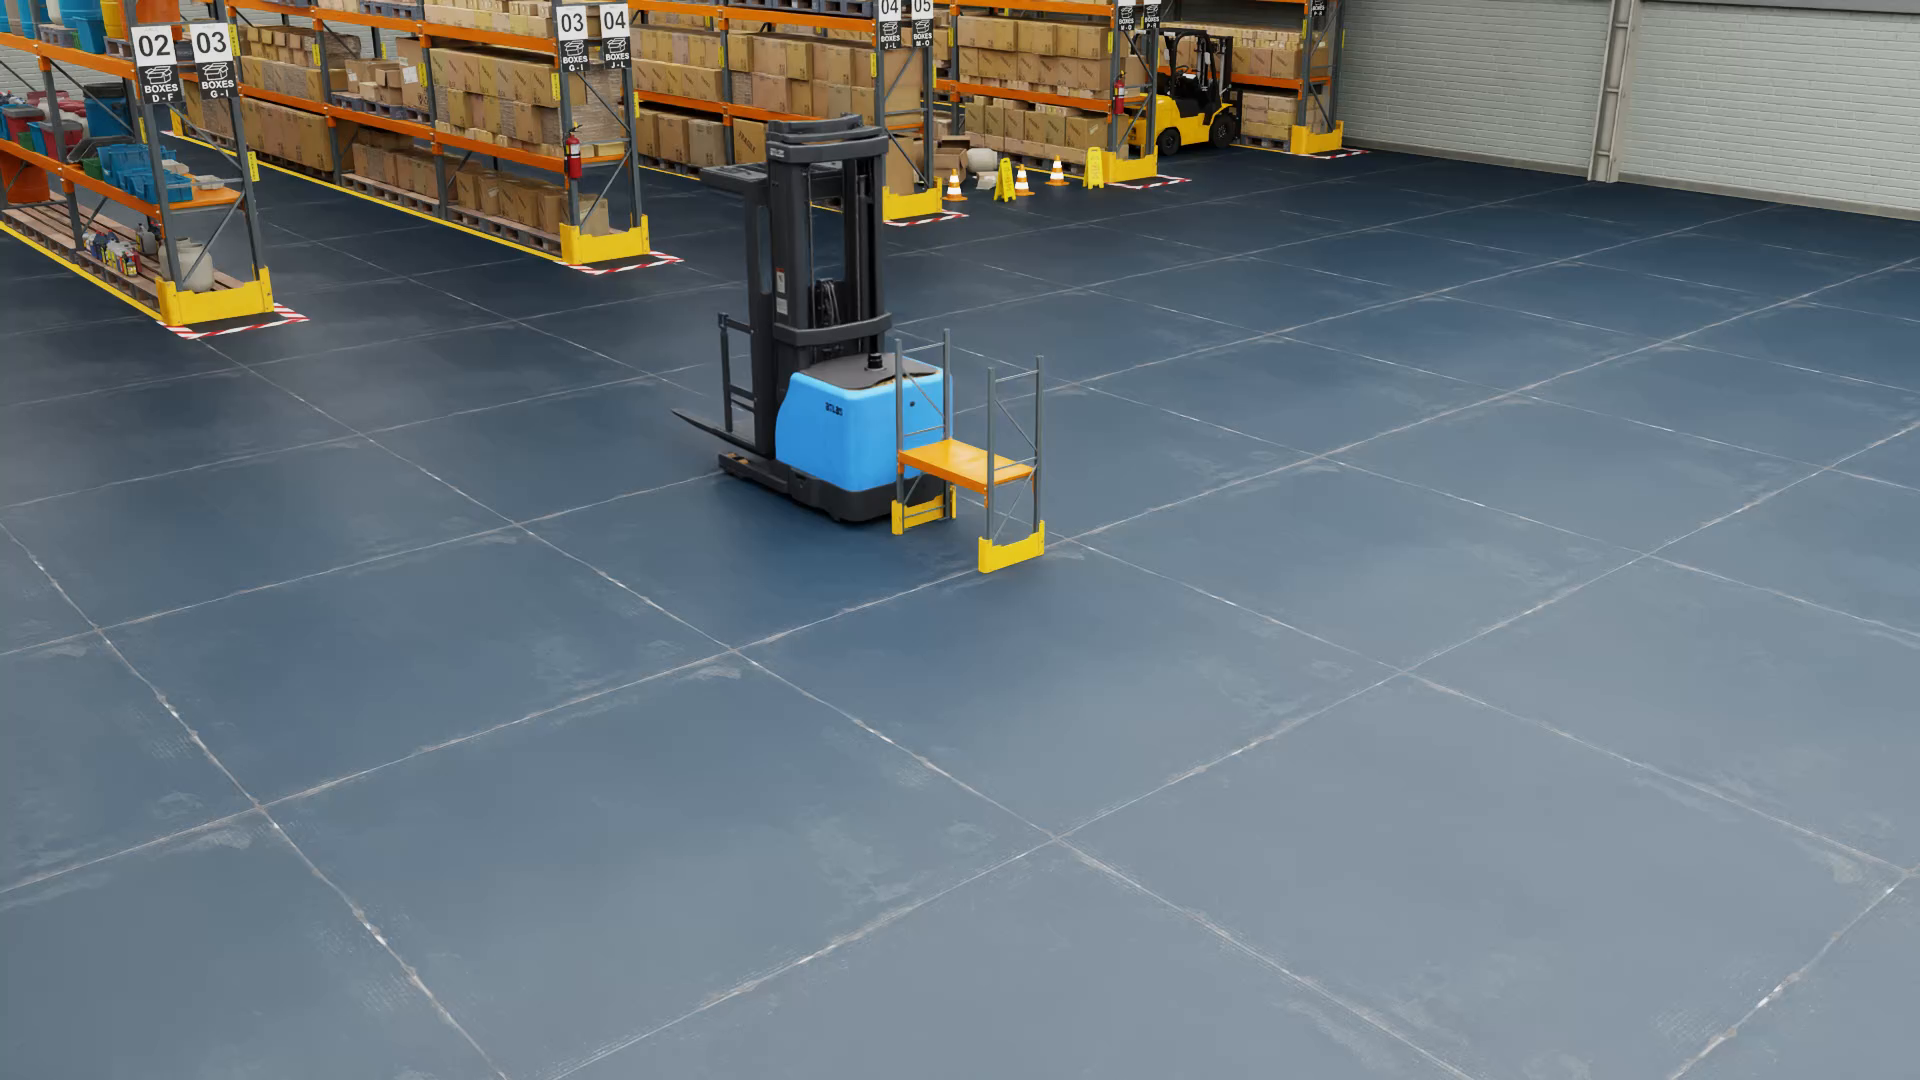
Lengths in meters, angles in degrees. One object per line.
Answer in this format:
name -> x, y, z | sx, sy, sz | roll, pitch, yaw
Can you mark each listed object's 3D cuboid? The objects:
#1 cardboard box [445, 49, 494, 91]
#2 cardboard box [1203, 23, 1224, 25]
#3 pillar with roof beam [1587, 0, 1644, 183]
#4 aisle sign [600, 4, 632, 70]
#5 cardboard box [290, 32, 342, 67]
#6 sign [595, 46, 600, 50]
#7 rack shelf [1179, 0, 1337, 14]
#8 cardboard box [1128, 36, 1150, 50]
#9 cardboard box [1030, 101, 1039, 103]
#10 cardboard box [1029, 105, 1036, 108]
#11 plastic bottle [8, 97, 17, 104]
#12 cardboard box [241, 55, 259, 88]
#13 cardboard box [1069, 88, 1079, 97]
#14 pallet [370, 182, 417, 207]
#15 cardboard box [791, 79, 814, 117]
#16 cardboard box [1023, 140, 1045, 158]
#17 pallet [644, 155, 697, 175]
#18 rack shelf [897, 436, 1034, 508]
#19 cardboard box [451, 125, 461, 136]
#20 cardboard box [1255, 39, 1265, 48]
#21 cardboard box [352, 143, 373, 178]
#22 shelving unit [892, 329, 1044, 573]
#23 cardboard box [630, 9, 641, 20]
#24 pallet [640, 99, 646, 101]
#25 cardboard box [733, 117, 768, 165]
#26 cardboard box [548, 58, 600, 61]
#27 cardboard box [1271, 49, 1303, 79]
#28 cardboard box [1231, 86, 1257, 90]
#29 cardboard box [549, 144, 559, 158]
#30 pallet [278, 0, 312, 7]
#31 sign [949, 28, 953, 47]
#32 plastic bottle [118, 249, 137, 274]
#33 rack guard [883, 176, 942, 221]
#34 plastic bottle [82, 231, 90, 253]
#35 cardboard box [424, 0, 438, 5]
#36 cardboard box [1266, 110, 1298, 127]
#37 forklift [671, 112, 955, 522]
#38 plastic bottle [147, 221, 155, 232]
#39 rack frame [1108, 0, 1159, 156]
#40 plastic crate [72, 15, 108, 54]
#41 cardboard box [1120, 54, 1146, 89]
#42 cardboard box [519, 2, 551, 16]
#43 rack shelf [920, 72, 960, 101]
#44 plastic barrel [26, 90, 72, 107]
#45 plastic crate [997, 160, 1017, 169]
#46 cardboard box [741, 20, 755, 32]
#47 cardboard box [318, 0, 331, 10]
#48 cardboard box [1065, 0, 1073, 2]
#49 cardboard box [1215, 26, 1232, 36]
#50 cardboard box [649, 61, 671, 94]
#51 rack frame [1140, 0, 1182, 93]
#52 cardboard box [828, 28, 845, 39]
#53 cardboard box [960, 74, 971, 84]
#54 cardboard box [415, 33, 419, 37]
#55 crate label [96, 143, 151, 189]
cardboard box -> -6.822, -6.563, 23.212 | 0.500, 0.500, 0.500 | -17, 27, -37
cardboard box -> 4.978, -10.044, 32.581 | 0.380, 0.149, 0.250 | -18, 28, -38
pillar with roof beam -> 7.509, -9.190, 23.607 | 9.100, 9.000, 0.400 | -17, 27, -37
aisle sign -> -4.372, -6.395, 21.133 | 0.394, 0.787, 0.004 | -17, 27, -37
cardboard box -> -10.750, -8.240, 27.898 | 0.797, 0.503, 0.637 | -17, 27, -36
sign -> -6.443, -8.864, 29.522 | 0.100, 0.325, 0.005 | -17, 27, -37
rack shelf -> 5.321, -10.286, 31.506 | 1.077, 0.370, 4.000 | -17, 27, -37
cardboard box -> 3.501, -10.015, 33.460 | 0.500, 0.250, 0.500 | -18, 28, -39
cardboard box -> 1.801, -9.796, 36.063 | 0.875, 0.625, 0.625 | -16, 27, -36
cardboard box -> 1.514, -7.478, 29.630 | 0.500, 0.500, 0.500 | -16, 26, -35
plastic bottle -> -14.557, -6.683, 25.604 | 0.152, 0.276, 0.135 | -17, 27, -37
cardboard box -> -12.362, -8.305, 29.439 | 0.500, 0.500, 0.500 | -17, 27, -37
cardboard box -> 2.061, -7.544, 27.977 | 0.380, 0.149, 0.250 | -18, 28, -38
pallet -> -8.560, -5.489, 26.208 | 1.003, 0.211, 1.213 | -17, 27, -37
cardboard box -> -2.116, -6.912, 25.814 | 0.875, 0.550, 0.500 | -17, 27, -37
cardboard box -> 1.459, -6.852, 29.059 | 0.500, 0.250, 0.500 | -19, 28, -39
pallet -> -4.788, -6.622, 29.102 | 1.003, 0.211, 1.213 | -17, 27, -37
rack shelf -> 0.056, -0.507, 12.216 | 0.538, 0.185, 1.000 | -17, 27, -37
cardboard box -> -7.001, -5.853, 23.658 | 0.380, 0.149, 0.250 | -17, 27, -37
cardboard box -> 5.722, -9.270, 31.013 | 0.380, 0.149, 0.250 | -18, 27, -38
cardboard box -> -9.409, -6.201, 27.027 | 0.700, 0.500, 0.500 | -19, 28, -40
shelving unit -> 0.050, -0.677, 12.157 | 0.587, 1.500, 1.083 | -17, 27, -37
cardboard box -> -7.136, -12.080, 37.706 | 0.500, 0.500, 0.500 | -18, 28, -39
pallet -> -6.995, -10.409, 38.770 | 1.003, 0.211, 1.213 | -17, 27, -37
cardboard box -> -3.069, -6.404, 27.058 | 0.875, 0.875, 0.875 | -17, 27, -37
cardboard box -> -5.113, -6.137, 22.124 | 0.500, 0.500, 0.500 | -17, 27, -37
cardboard box -> 6.106, -8.792, 30.681 | 0.500, 0.500, 0.500 | -18, 28, -39
cardboard box -> 5.479, -8.652, 32.283 | 0.500, 0.250, 0.500 | -18, 28, -38
cardboard box -> -5.145, -5.112, 21.767 | 0.380, 0.149, 0.250 | -17, 27, -37
pallet -> -10.322, -8.814, 27.021 | 1.213, 0.211, 1.003 | -16, 26, -35
sign -> -0.161, -9.000, 29.762 | 0.100, 0.325, 0.005 | -17, 27, -37
plastic bottle -> -10.066, -3.367, 20.098 | 0.152, 0.276, 0.135 | -17, 27, -37
rack guard -> -0.800, -5.112, 24.851 | 1.175, 0.500, 0.348 | -17, 27, -37
plastic bottle -> -11.127, -3.798, 21.206 | 0.097, 0.271, 0.097 | 0, 21, 0
cardboard box -> -7.272, -7.584, 23.281 | 0.380, 0.149, 0.250 | -18, 28, -39
cardboard box -> 6.071, -7.880, 30.998 | 0.500, 0.250, 0.500 | -18, 28, -38
forklift -> -1.364, -1.970, 13.494 | 1.130, 2.935, 3.031 | -17, 27, -36
plastic bottle -> -10.364, -3.918, 21.404 | 0.144, 0.351, 0.185 | -18, 28, -39
rack frame -> 2.868, -7.489, 27.492 | 1.000, 3.000, 0.127 | -17, 27, -37
plastic crate -> -9.865, -5.795, 19.076 | 0.392, 0.384, 0.575 | -17, 27, -37
cardboard box -> 2.769, -7.871, 27.922 | 0.500, 0.500, 0.500 | -18, 28, -38
cardboard box -> -5.400, -6.794, 21.264 | 0.380, 0.149, 0.250 | -19, 28, -40
rack shelf -> -1.048, -8.812, 31.855 | 1.077, 0.370, 4.000 | -17, 27, -37
plastic barrel -> -13.081, -6.168, 23.933 | 0.600, 0.536, 0.708 | -17, 27, -37
plastic crate -> 0.661, -6.606, 29.240 | 0.583, 0.080, 0.402 | 12, 24, 27
cardboard box -> -4.217, -10.854, 34.574 | 0.500, 0.500, 0.500 | -18, 28, -39
cardboard box -> -9.748, -8.477, 26.106 | 0.500, 0.250, 0.500 | -17, 27, -37
cardboard box -> 1.974, -9.029, 27.655 | 0.380, 0.149, 0.250 | -17, 27, -37
cardboard box -> 5.075, -9.704, 31.711 | 0.380, 0.149, 0.250 | -17, 27, -37
cardboard box -> -4.963, -7.934, 28.490 | 0.500, 0.500, 0.500 | -18, 28, -38
rack frame -> 4.015, -9.777, 33.333 | 1.000, 3.000, 0.127 | -17, 27, -37
cardboard box -> -2.236, -9.901, 32.528 | 0.500, 0.500, 0.500 | -18, 28, -39
cardboard box -> 0.220, -8.314, 29.942 | 0.380, 0.149, 0.250 | -18, 27, -38
cardboard box -> -11.176, -10.699, 35.141 | 0.500, 0.500, 0.500 | -16, 26, -35
crate label -> -9.798, -4.412, 19.586 | 0.502, 0.435, 0.616 | -17, 27, -37
